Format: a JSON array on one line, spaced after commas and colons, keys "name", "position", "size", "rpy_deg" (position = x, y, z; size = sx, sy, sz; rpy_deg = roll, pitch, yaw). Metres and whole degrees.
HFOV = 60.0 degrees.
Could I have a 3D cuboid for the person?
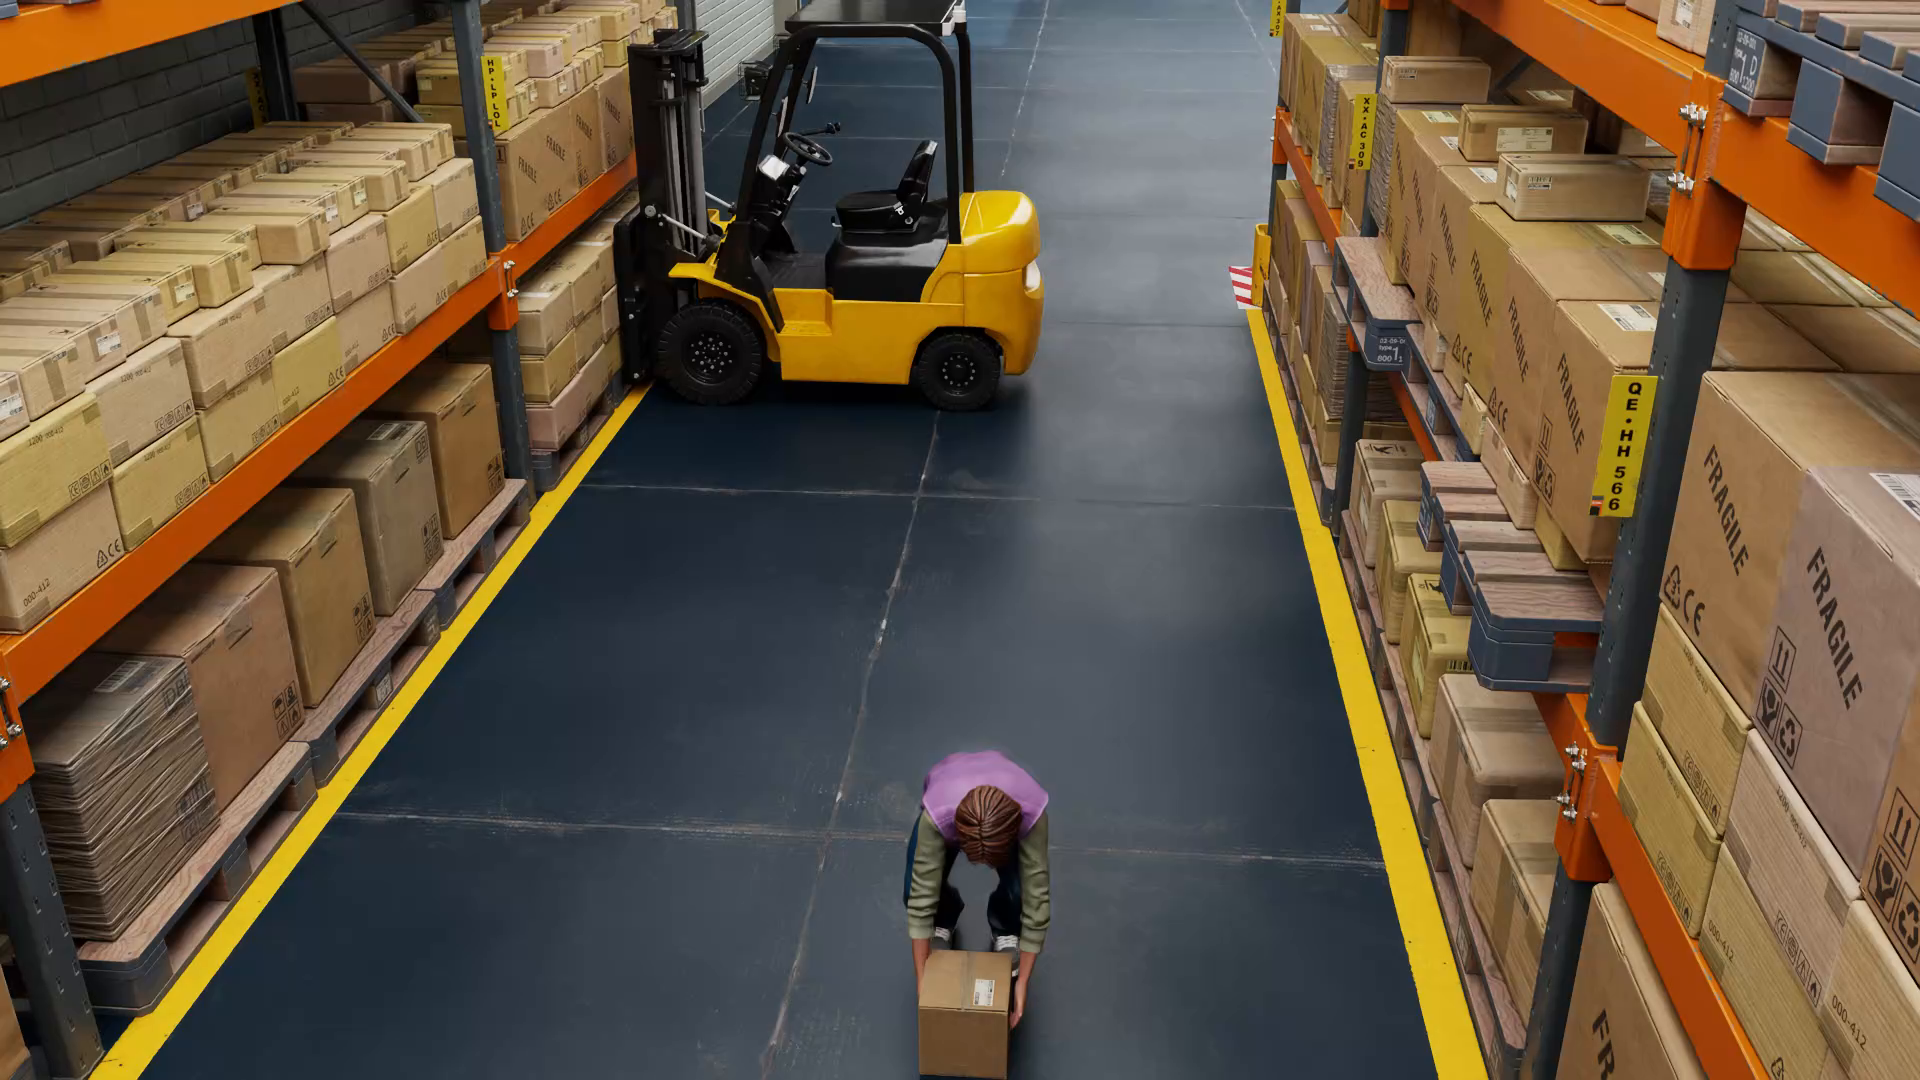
[{"name": "person", "position": [0.056, 0.951, 4.977], "size": [0.442, 0.835, 0.800], "rpy_deg": [2, 25, 4]}]
